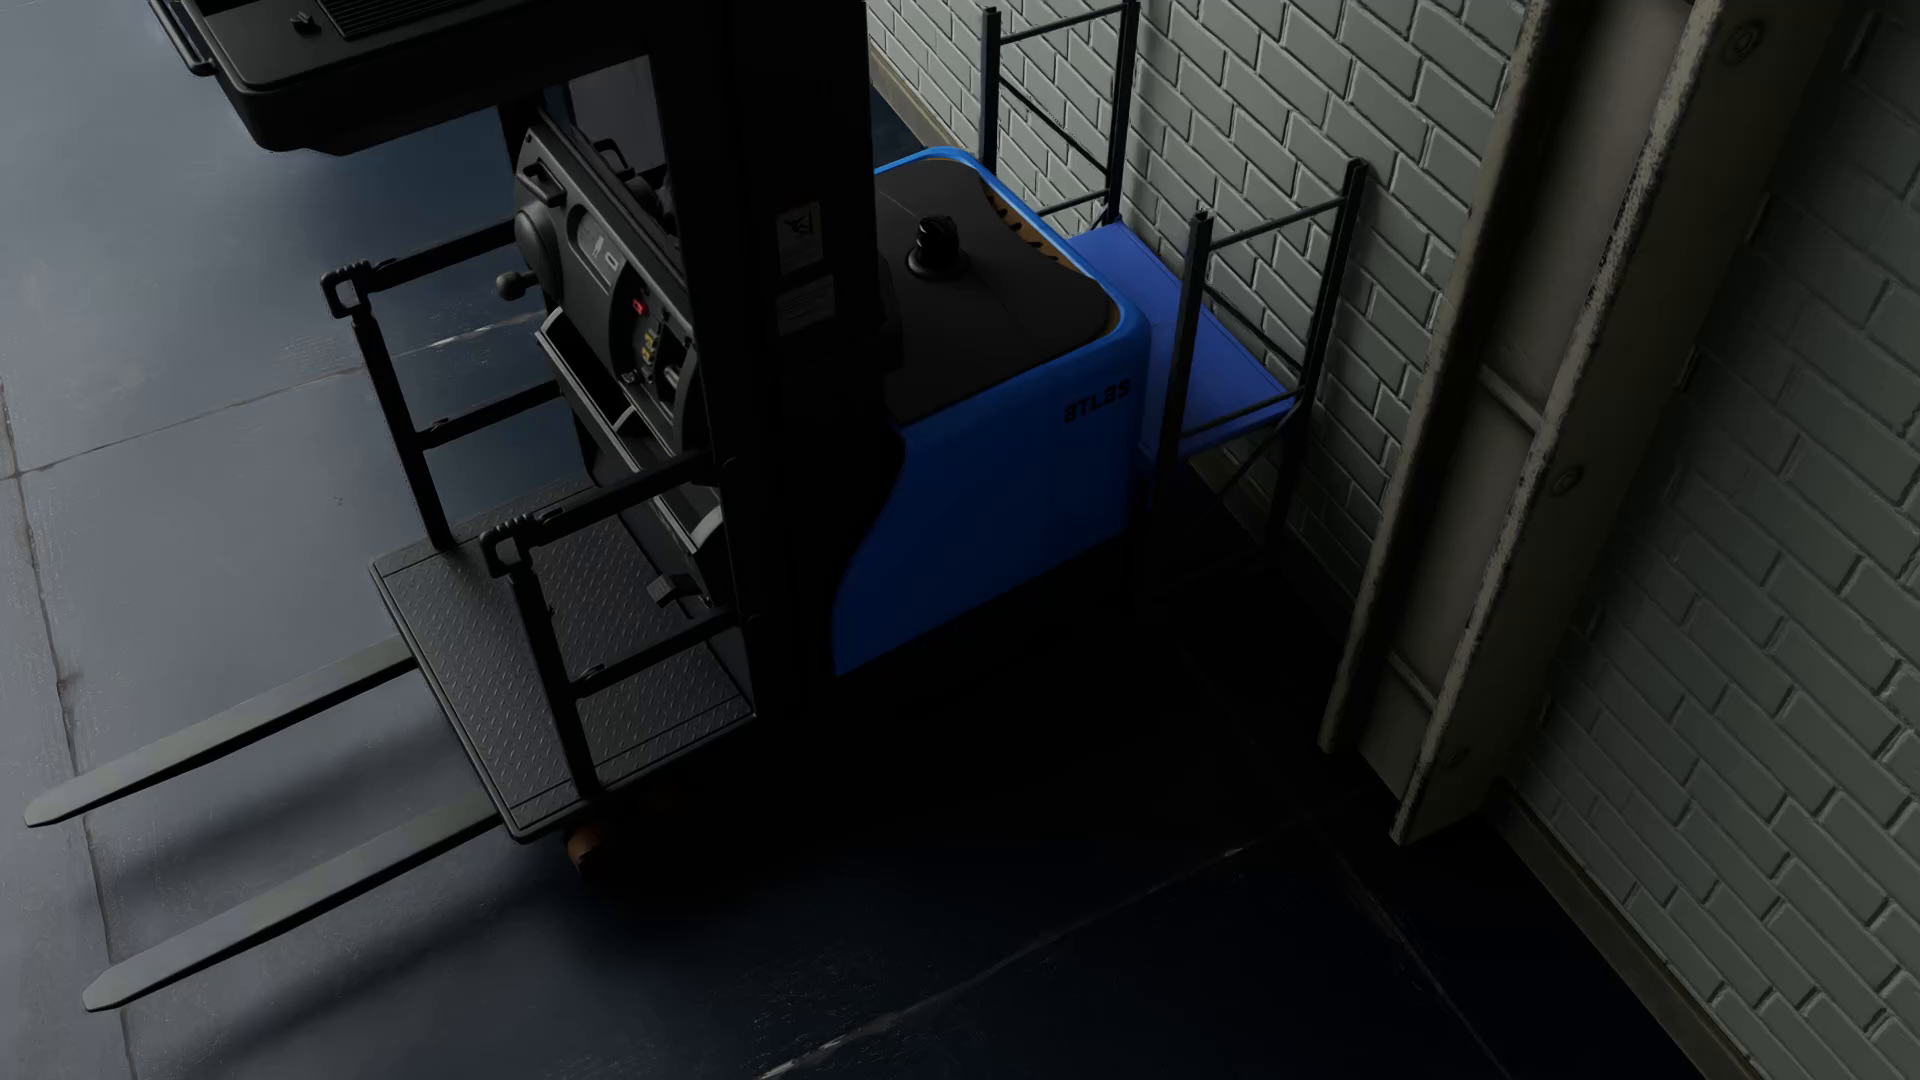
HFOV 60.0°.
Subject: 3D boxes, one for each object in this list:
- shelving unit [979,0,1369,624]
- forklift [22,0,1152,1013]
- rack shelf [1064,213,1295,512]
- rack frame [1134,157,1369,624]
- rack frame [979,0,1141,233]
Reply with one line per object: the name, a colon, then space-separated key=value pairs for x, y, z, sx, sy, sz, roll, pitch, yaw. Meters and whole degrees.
shelving unit: x=0.520 y=-0.678 z=4.838 sx=0.538 sy=1.500 sz=1.048 roll=-22 pitch=52 yaw=-19
forklift: x=-0.995 y=-0.522 z=3.759 sx=3.031 sy=2.935 sz=1.130 roll=-26 pitch=54 yaw=-21
rack shelf: x=0.518 y=-0.559 z=4.972 sx=0.538 sy=0.185 sz=1.000 roll=-22 pitch=52 yaw=-19
rack frame: x=0.763 y=-0.342 z=4.543 sx=0.500 sy=1.500 sz=0.032 roll=-22 pitch=52 yaw=-19
rack frame: x=0.278 y=-1.014 z=5.132 sx=0.500 sy=1.500 sz=0.032 roll=-22 pitch=52 yaw=-19
